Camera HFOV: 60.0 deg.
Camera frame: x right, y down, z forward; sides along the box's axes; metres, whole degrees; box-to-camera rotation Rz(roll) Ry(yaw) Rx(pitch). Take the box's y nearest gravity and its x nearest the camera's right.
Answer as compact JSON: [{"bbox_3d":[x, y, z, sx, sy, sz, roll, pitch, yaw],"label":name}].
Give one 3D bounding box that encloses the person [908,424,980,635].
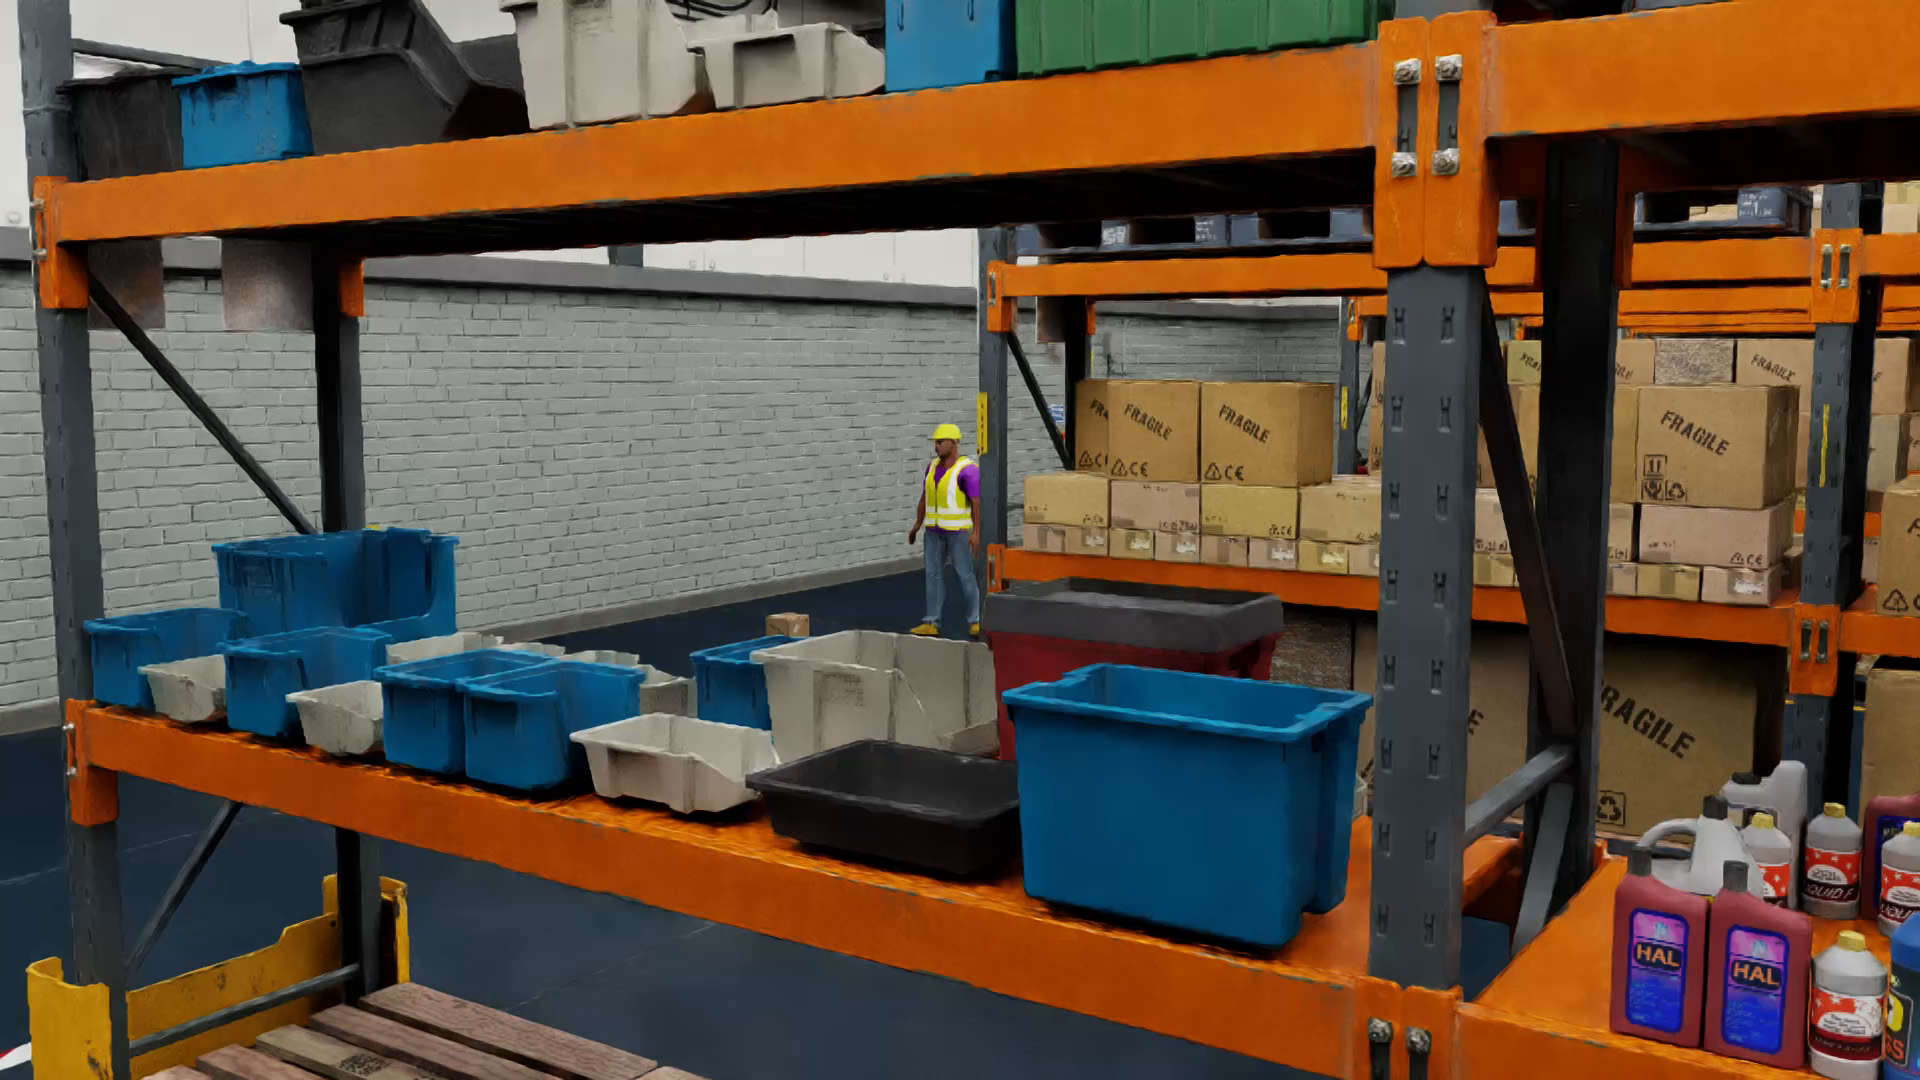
[{"bbox_3d":[-0.141,-0.082,13.817,0.738,1.768,0.582,5,8,37],"label":"person"}]
